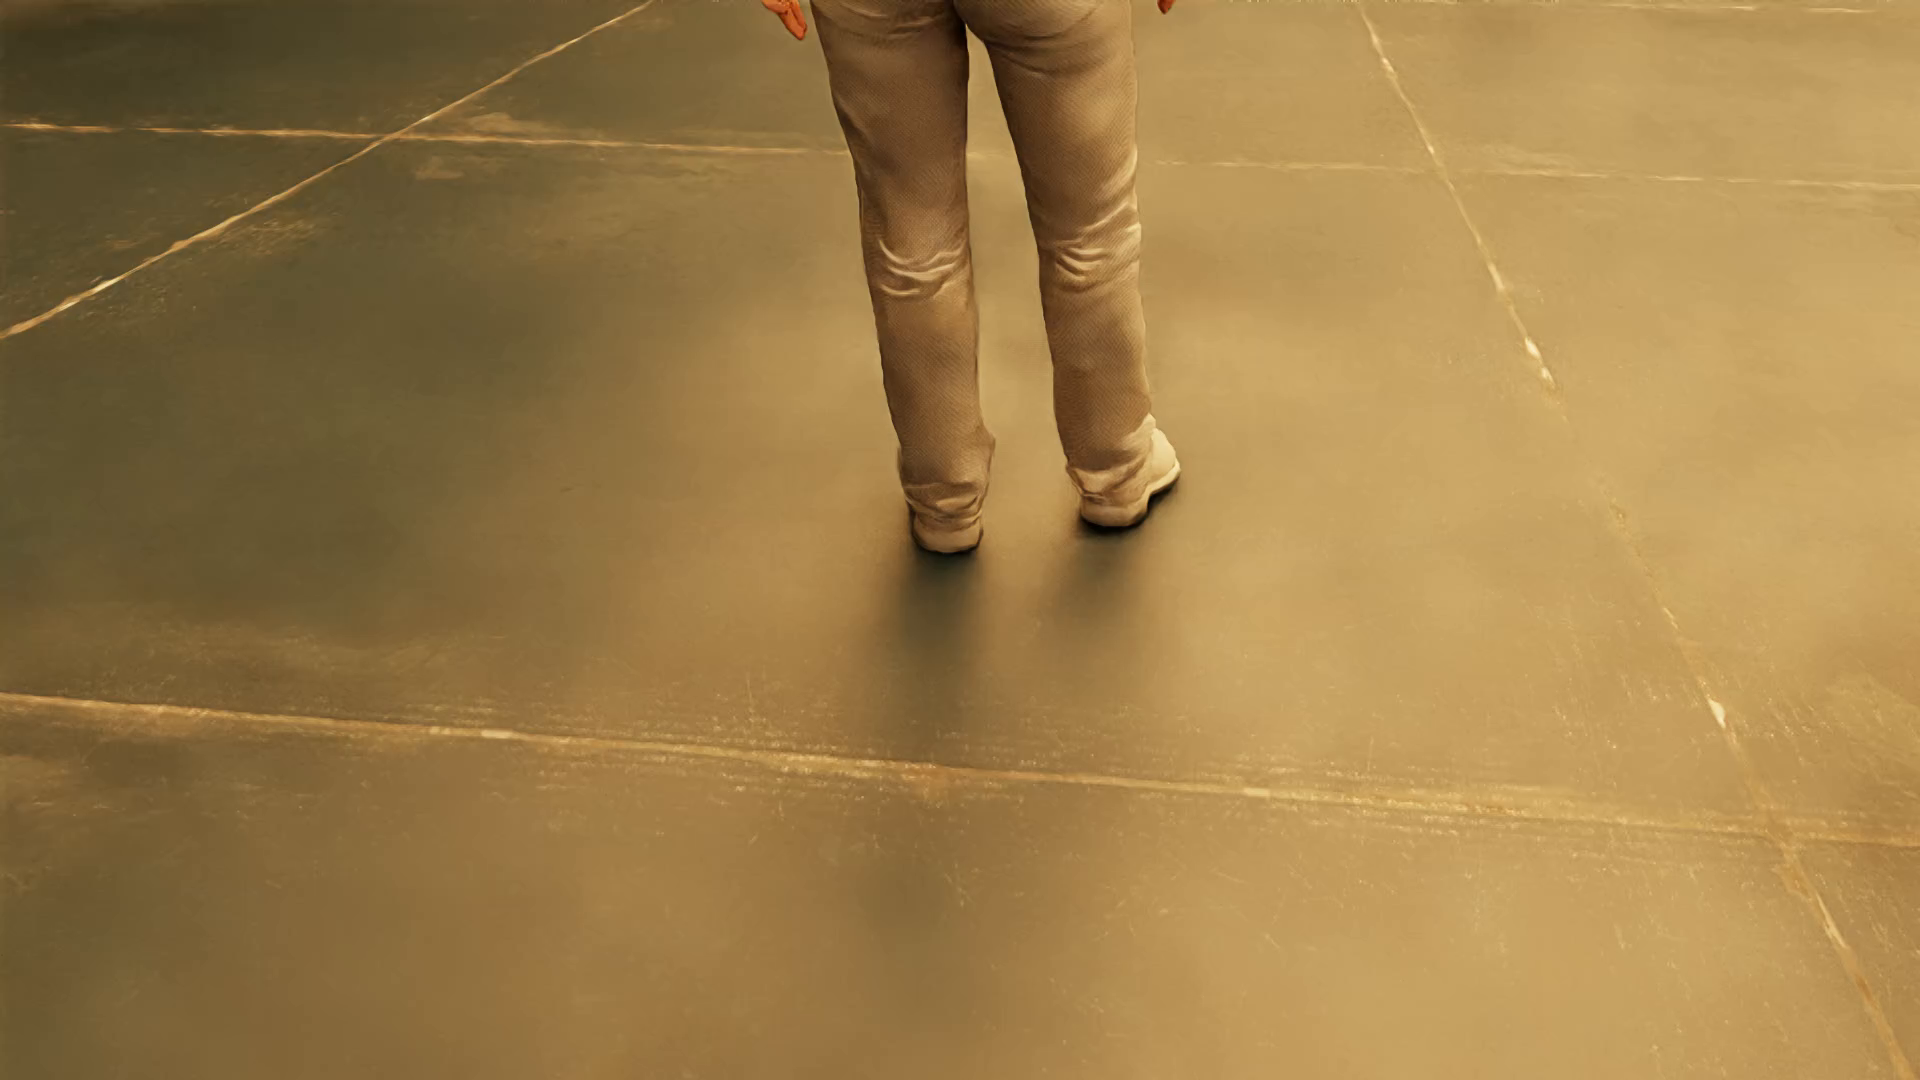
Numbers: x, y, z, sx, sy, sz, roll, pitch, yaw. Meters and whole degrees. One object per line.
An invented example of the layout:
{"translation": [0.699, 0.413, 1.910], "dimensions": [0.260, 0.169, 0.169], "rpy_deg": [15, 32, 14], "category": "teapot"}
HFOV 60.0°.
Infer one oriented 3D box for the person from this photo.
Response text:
{"translation": [0.016, -0.825, 2.156], "dimensions": [0.632, 1.768, 0.567], "rpy_deg": [3, 27, 7], "category": "person"}
